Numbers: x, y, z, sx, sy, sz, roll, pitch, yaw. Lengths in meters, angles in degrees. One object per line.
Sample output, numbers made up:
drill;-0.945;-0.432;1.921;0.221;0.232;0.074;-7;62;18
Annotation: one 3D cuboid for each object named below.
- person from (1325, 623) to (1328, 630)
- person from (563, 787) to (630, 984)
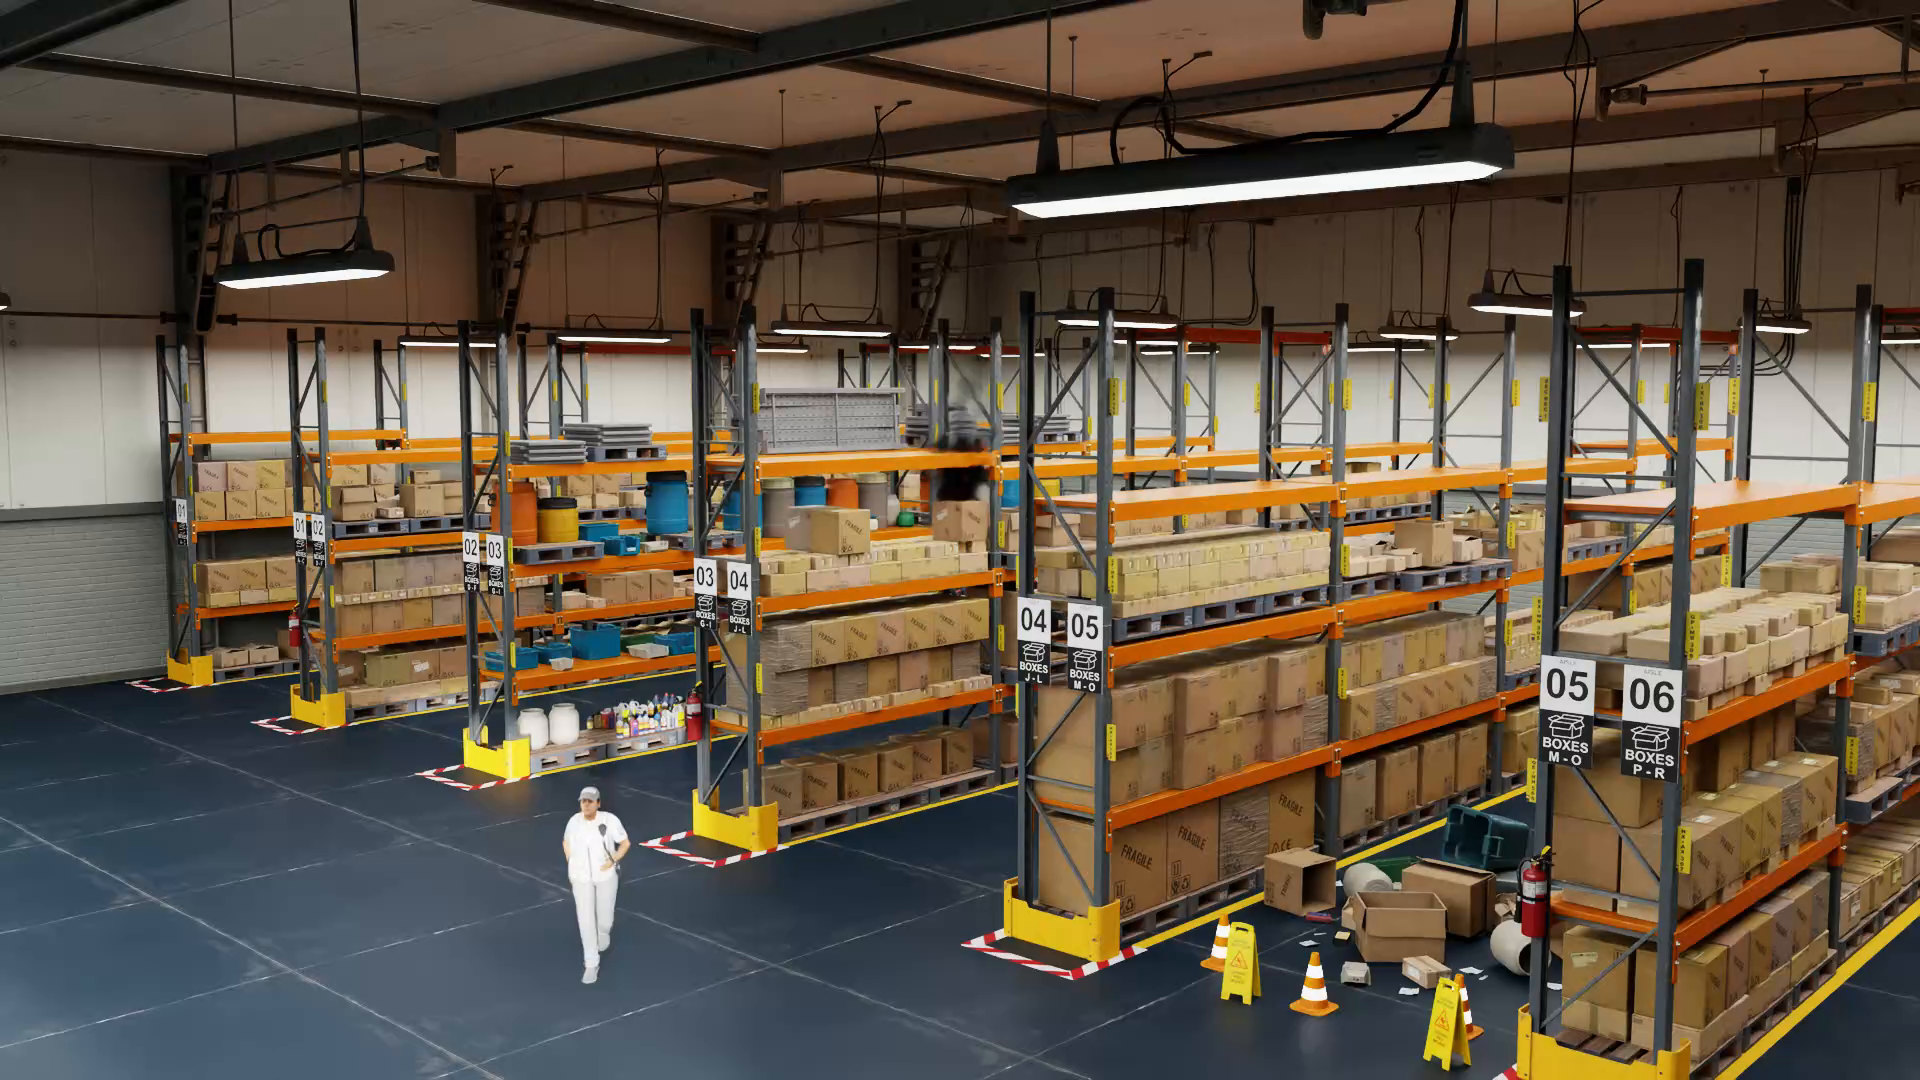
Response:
person;5.487;1.989;24.679;0.581;1.677;0.935;4;7;38
person;-3.208;2.984;14.652;0.601;1.668;0.748;0;5;-4
